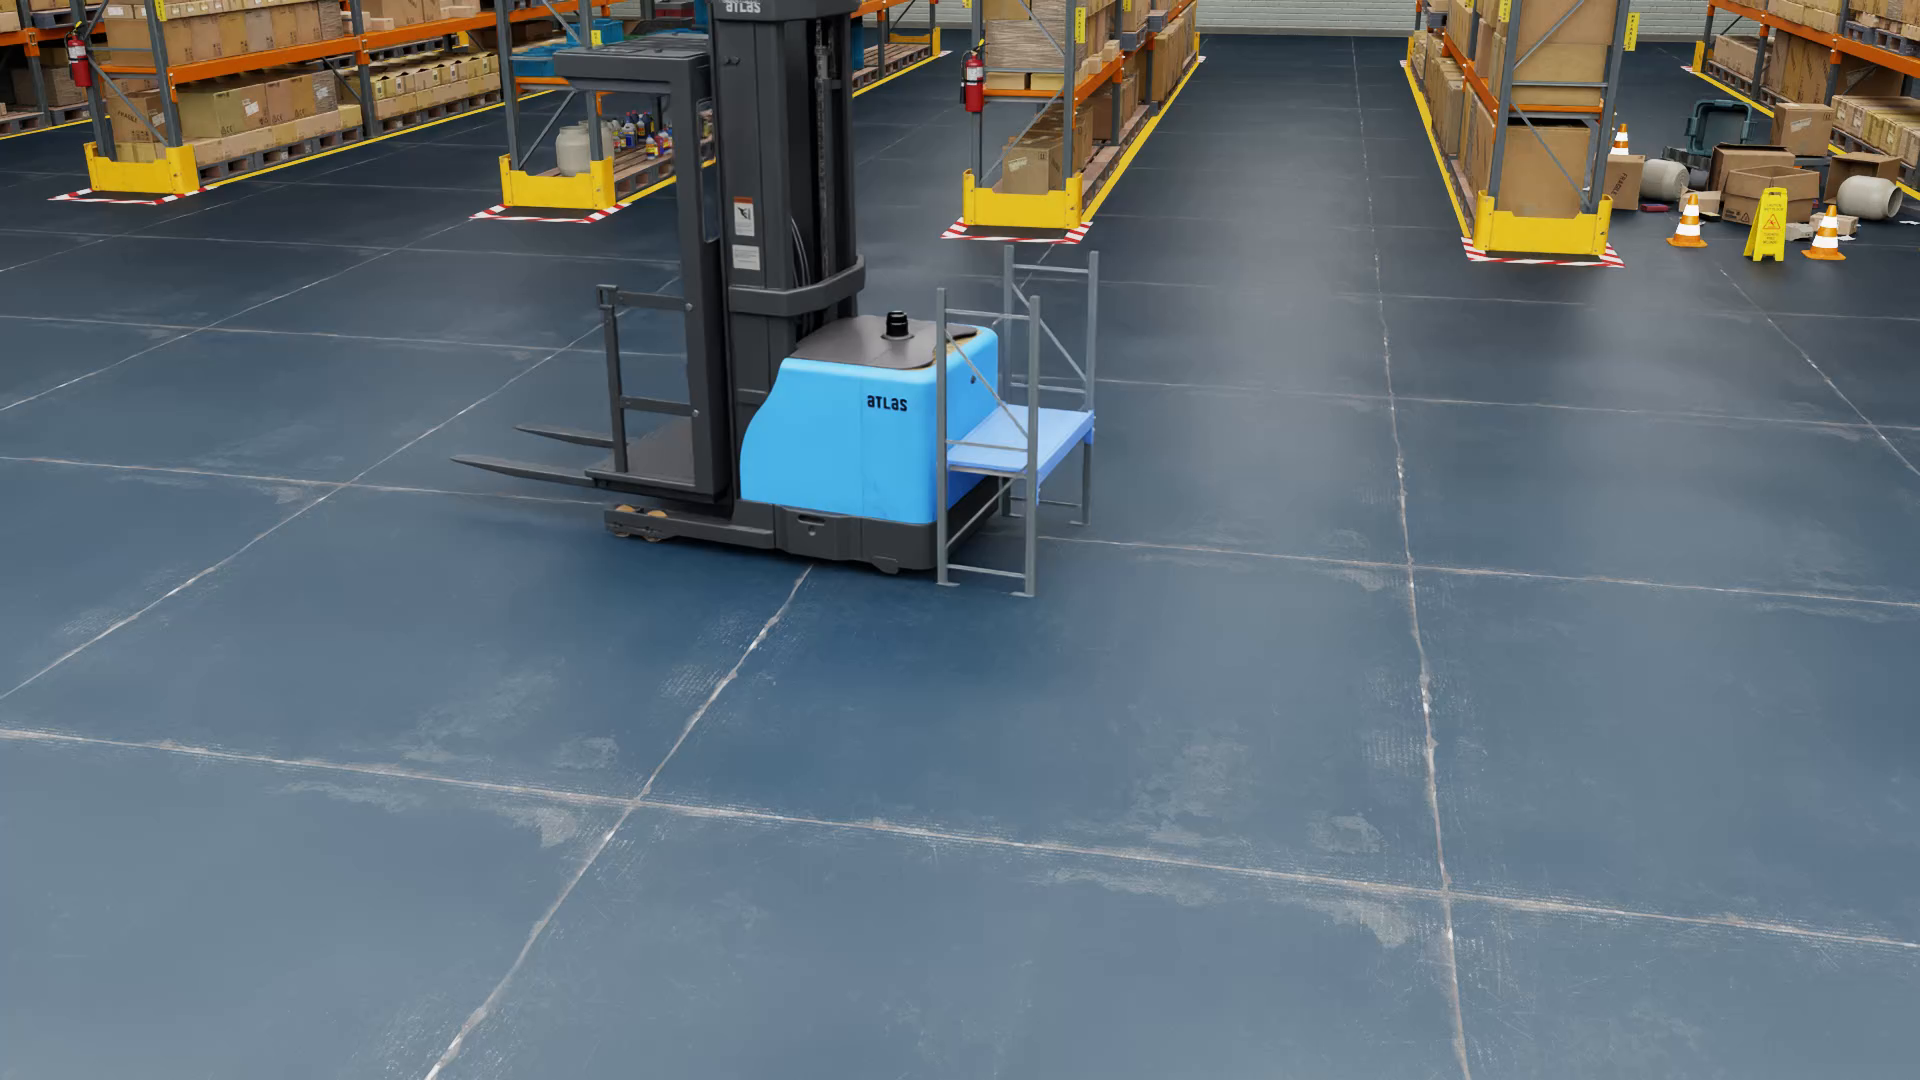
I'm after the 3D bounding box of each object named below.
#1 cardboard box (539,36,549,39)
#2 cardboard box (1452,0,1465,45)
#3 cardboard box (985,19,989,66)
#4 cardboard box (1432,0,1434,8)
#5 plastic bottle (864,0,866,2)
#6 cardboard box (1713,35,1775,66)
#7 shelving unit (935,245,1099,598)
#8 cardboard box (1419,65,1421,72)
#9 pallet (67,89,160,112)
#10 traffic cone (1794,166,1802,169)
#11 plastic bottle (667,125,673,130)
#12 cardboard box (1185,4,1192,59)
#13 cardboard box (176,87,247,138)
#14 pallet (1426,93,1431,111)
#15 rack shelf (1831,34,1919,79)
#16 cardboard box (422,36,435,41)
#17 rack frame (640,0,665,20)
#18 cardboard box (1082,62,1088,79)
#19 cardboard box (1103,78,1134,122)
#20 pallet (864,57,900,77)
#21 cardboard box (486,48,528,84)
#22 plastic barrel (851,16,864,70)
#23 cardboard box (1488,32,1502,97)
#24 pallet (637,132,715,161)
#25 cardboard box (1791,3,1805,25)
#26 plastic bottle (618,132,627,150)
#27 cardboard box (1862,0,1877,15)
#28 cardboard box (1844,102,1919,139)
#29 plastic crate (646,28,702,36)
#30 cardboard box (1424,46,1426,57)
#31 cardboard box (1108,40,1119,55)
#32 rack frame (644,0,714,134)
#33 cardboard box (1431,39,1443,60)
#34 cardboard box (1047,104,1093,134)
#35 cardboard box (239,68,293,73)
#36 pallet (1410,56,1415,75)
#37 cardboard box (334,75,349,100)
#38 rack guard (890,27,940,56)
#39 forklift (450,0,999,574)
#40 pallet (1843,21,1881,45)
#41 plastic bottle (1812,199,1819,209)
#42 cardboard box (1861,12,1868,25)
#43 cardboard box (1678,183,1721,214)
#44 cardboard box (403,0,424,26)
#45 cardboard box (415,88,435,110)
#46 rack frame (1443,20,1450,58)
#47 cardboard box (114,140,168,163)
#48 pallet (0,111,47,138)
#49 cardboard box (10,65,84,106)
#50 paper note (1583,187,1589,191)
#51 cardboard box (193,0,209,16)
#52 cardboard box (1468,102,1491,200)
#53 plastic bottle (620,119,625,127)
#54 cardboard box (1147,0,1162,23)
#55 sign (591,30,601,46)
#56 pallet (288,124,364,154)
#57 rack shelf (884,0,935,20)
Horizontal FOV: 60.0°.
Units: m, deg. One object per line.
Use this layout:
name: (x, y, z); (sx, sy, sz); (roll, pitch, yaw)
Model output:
cardboard box: (-7.180, -8.211, 27.984); (0.500, 0.500, 0.500); (5, 22, 12)
cardboard box: (6.416, -6.419, 20.643); (0.500, 0.500, 0.500); (4, 22, 10)
cardboard box: (0.737, -5.134, 17.053); (0.875, 0.500, 0.500); (4, 22, 11)
cardboard box: (6.836, -7.547, 23.352); (0.380, 0.149, 0.250); (5, 22, 12)
plastic bottle: (-1.626, -8.964, 27.263); (0.152, 0.276, 0.135); (4, 22, 11)
cardboard box: (13.543, -8.412, 28.592); (0.875, 0.438, 0.875); (4, 22, 9)
shelving unit: (0.299, -0.625, 8.398); (0.538, 1.500, 1.048); (8, 23, 18)
cardboard box: (7.769, -7.764, 27.370); (0.380, 0.149, 0.250); (4, 22, 9)
pallet: (-12.714, -6.593, 24.941); (1.003, 0.211, 1.213); (4, 22, 11)
traffic cone: (10.013, -4.649, 19.778); (0.336, 0.463, 0.334); (4, 22, 11)
plastic bottle: (-3.411, -4.834, 19.899); (0.152, 0.276, 0.135); (5, 22, 12)
cardboard box: (3.640, -9.046, 29.581); (0.875, 0.875, 0.875); (4, 22, 11)
cardboard box: (-8.657, -4.944, 19.229); (0.500, 0.500, 0.500); (4, 22, 11)
pallet: (7.492, -6.506, 24.725); (1.003, 0.211, 1.213); (4, 22, 11)
rack shelf: (11.539, -5.663, 19.863); (1.077, 0.370, 4.000); (4, 22, 11)
cardboard box: (-10.817, -10.131, 32.778); (0.700, 0.500, 0.500); (4, 22, 11)
rack frame: (-5.819, -11.166, 32.564); (1.000, 3.000, 0.127); (4, 22, 11)
cardboard box: (1.129, -4.892, 17.321); (0.380, 0.149, 0.250); (4, 22, 11)
cardboard box: (1.919, -5.870, 22.171); (0.700, 0.500, 0.500); (6, 23, 15)
pallet: (-1.675, -8.303, 29.187); (1.003, 0.211, 1.213); (4, 22, 11)
cardboard box: (-7.079, -7.430, 26.043); (0.500, 0.500, 0.500); (5, 23, 13)
plastic barrel: (-1.915, -8.348, 27.813); (0.600, 0.901, 0.708); (4, 22, 11)
cardboard box: (5.570, -4.555, 15.947); (0.875, 0.550, 0.550); (4, 22, 11)
pallet: (-3.597, -4.863, 20.645); (1.003, 0.211, 1.213); (4, 22, 11)
cardboard box: (12.080, -7.423, 23.471); (0.500, 0.250, 0.500); (4, 22, 10)
plastic bottle: (-4.027, -4.755, 19.803); (0.097, 0.201, 0.097); (0, 22, 0)
cardboard box: (11.529, -6.770, 20.553); (0.500, 0.500, 0.500); (6, 23, 14)
cardboard box: (11.679, -5.228, 20.775); (0.950, 0.372, 0.625); (4, 22, 10)
plastic crate: (-3.380, -5.904, 19.697); (0.499, 0.251, 0.616); (4, 22, 11)
cardboard box: (7.728, -7.927, 26.977); (0.380, 0.149, 0.250); (5, 22, 12)
cardboard box: (1.673, -5.803, 19.585); (0.380, 0.149, 0.250); (4, 22, 11)
rack frame: (-3.420, -6.399, 20.726); (1.000, 3.000, 0.127); (4, 22, 11)
cardboard box: (7.273, -7.284, 24.704); (0.500, 0.250, 0.500); (5, 23, 13)
cardboard box: (1.308, -4.913, 19.821); (0.500, 0.500, 0.500); (4, 22, 9)
cardboard box: (-8.763, -5.716, 21.145); (0.500, 0.500, 0.500); (4, 22, 11)
pallet: (8.497, -8.379, 29.376); (1.003, 0.211, 1.213); (4, 22, 11)
cardboard box: (-8.466, -6.127, 22.419); (0.500, 0.311, 0.500); (4, 22, 11)
rack guard: (-0.979, -9.638, 32.114); (1.175, 0.500, 0.348); (4, 22, 11)
forklift: (-1.357, -1.521, 8.708); (3.031, 2.935, 1.130); (8, 23, 20)
pallet: (11.906, -6.371, 20.914); (1.213, 0.211, 1.003); (4, 22, 11)
plastic bottle: (9.031, -3.574, 17.645); (0.133, 0.061, 0.283); (8, 23, 20)
cardboard box: (11.507, -6.505, 20.763); (0.380, 0.149, 0.250); (3, 22, 7)
cardboard box: (7.716, -3.569, 17.359); (0.396, 0.266, 0.258); (8, 23, 20)
cardboard box: (-7.886, -7.479, 23.276); (0.500, 0.500, 0.500); (4, 22, 11)
cardboard box: (-7.735, -6.202, 23.356); (0.500, 0.250, 0.500); (4, 22, 9)
rack frame: (7.080, -7.069, 22.390); (1.000, 3.000, 0.127); (4, 22, 11)
cardboard box: (-9.264, -4.453, 19.013); (0.500, 0.250, 0.500); (4, 22, 11)
pallet: (-13.221, -5.612, 22.506); (1.003, 0.211, 1.213); (4, 22, 11)
cardboard box: (-12.984, -6.469, 23.658); (0.700, 0.500, 0.500); (5, 23, 13)
paper note: (7.013, -3.914, 18.531); (0.147, 0.020, 0.142); (-11, 25, -26)
cardboard box: (-8.690, -5.977, 18.677); (0.380, 0.149, 0.250); (5, 22, 11)
cardboard box: (5.699, -3.927, 16.872); (0.875, 0.875, 0.875); (4, 22, 10)
plastic bottle: (-4.104, -4.953, 20.183); (0.061, 0.283, 0.133); (5, 23, 13)
cardboard box: (2.611, -7.687, 23.792); (0.500, 0.500, 0.500); (5, 22, 12)
sign: (-3.698, -5.021, 16.934); (0.100, 0.325, 0.005); (4, 22, 11)
pallet: (-8.471, -5.196, 21.474); (1.003, 0.211, 1.213); (4, 22, 11)
rack shelf: (-1.379, -9.722, 29.941); (1.077, 0.370, 4.000); (4, 22, 11)
